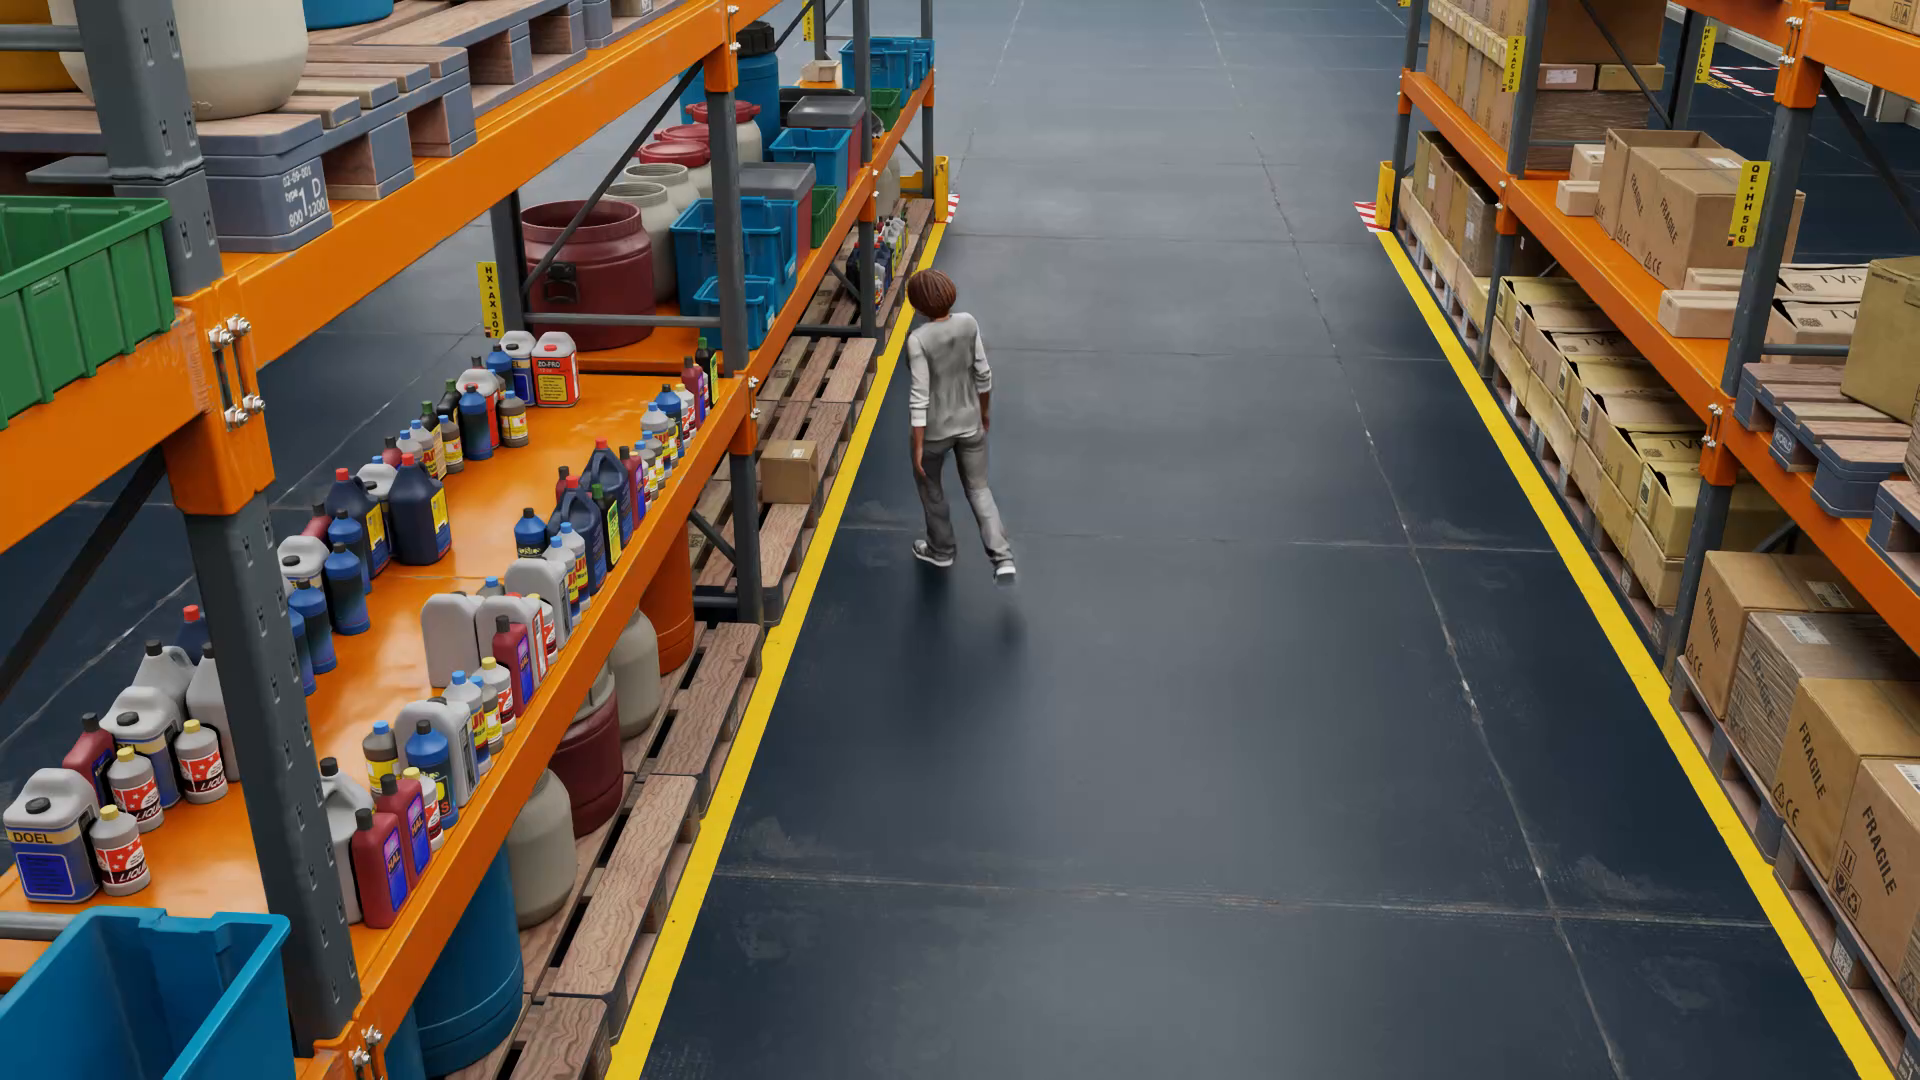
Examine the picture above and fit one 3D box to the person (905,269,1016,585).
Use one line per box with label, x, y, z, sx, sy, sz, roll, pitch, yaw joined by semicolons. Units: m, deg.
person;-0.025;-0.502;7.702;0.480;1.550;0.824;-12;28;-25
